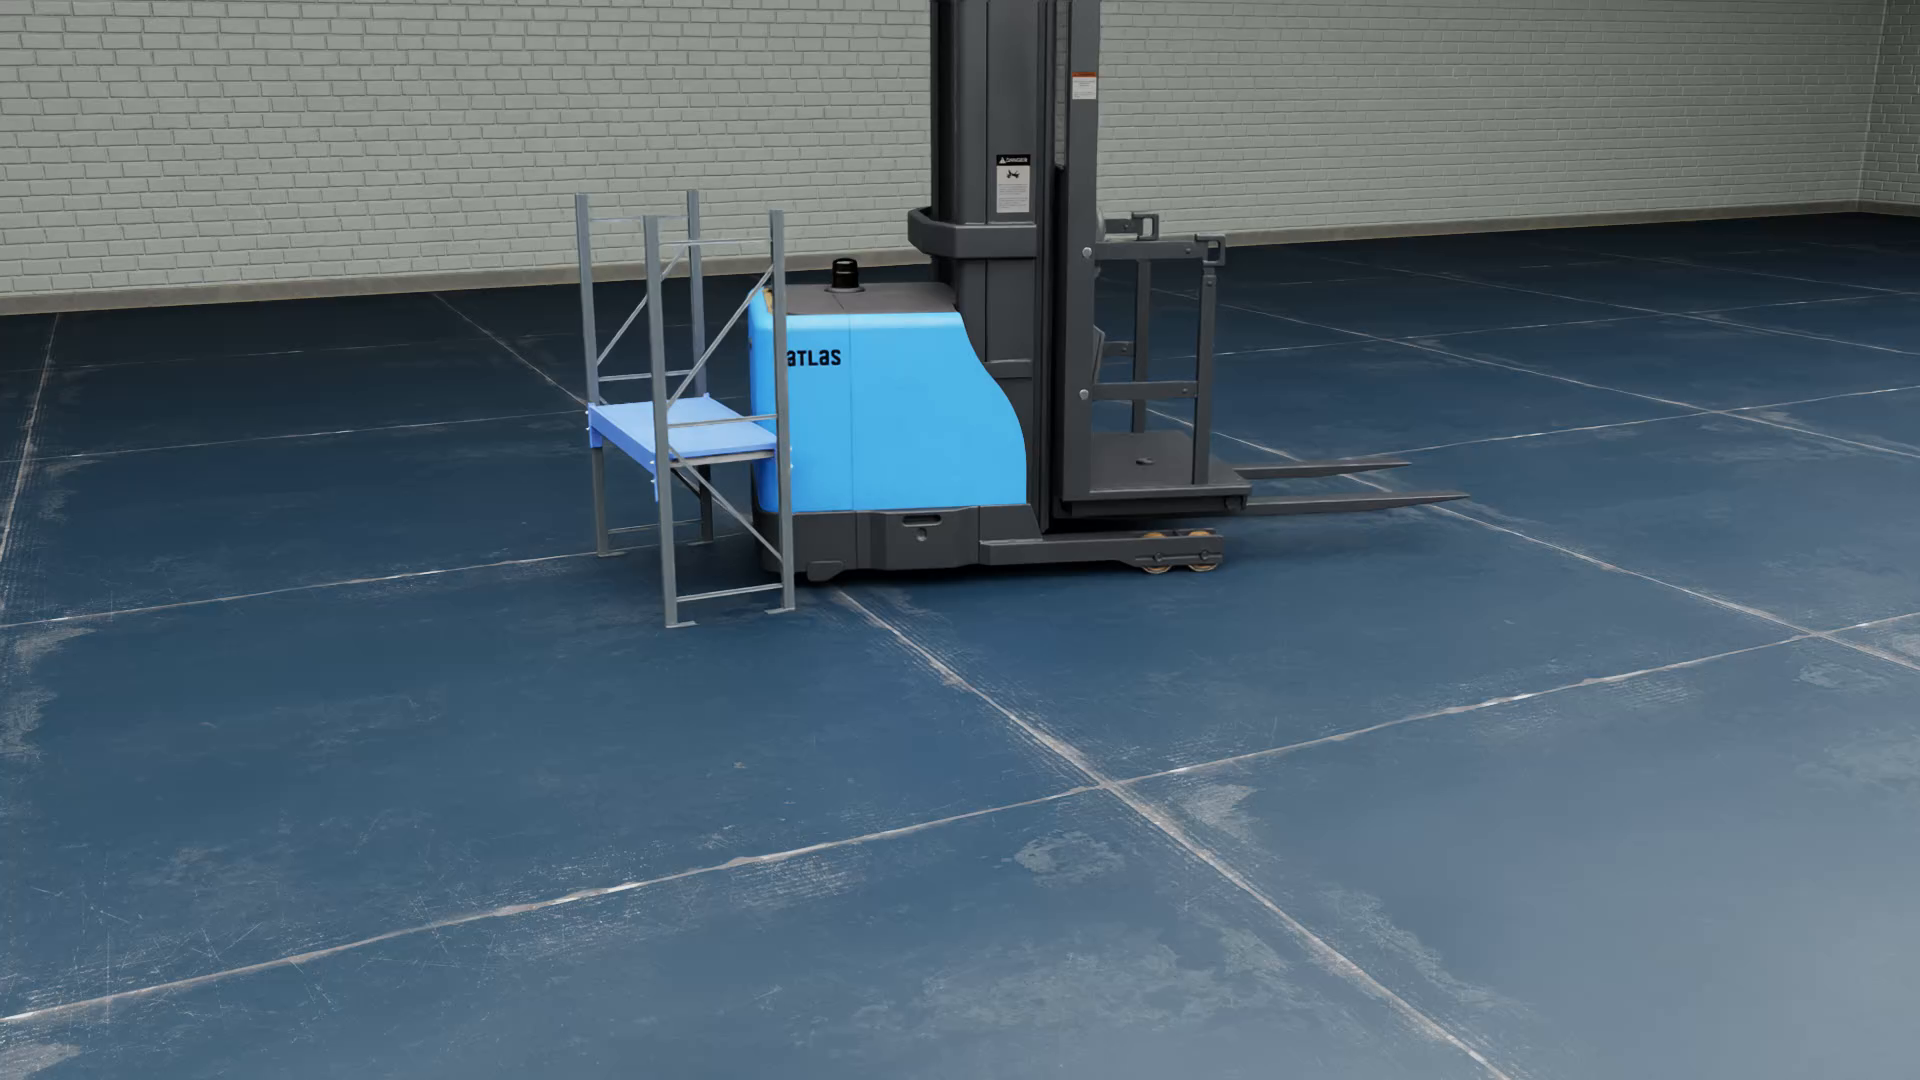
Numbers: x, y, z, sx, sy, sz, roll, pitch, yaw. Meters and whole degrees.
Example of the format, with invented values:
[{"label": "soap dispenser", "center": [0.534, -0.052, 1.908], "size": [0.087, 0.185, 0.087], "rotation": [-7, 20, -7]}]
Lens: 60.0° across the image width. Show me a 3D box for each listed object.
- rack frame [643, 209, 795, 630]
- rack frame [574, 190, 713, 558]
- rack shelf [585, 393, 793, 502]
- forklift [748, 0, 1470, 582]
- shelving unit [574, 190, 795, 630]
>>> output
[{"label": "rack frame", "center": [-0.858, -0.426, 6.014], "size": [0.500, 1.500, 0.032], "rotation": [-8, 18, -25]}, {"label": "rack frame", "center": [-1.298, -0.678, 6.895], "size": [0.500, 1.500, 0.032], "rotation": [-8, 18, -25]}, {"label": "rack shelf", "center": [-1.078, -0.379, 6.505], "size": [0.538, 0.185, 1.000], "rotation": [-8, 18, -25]}, {"label": "forklift", "center": [0.635, -1.412, 6.857], "size": [3.031, 2.935, 1.130], "rotation": [-2, 16, -8]}, {"label": "shelving unit", "center": [-1.078, -0.552, 6.455], "size": [0.538, 1.500, 1.048], "rotation": [-8, 18, -25]}]
